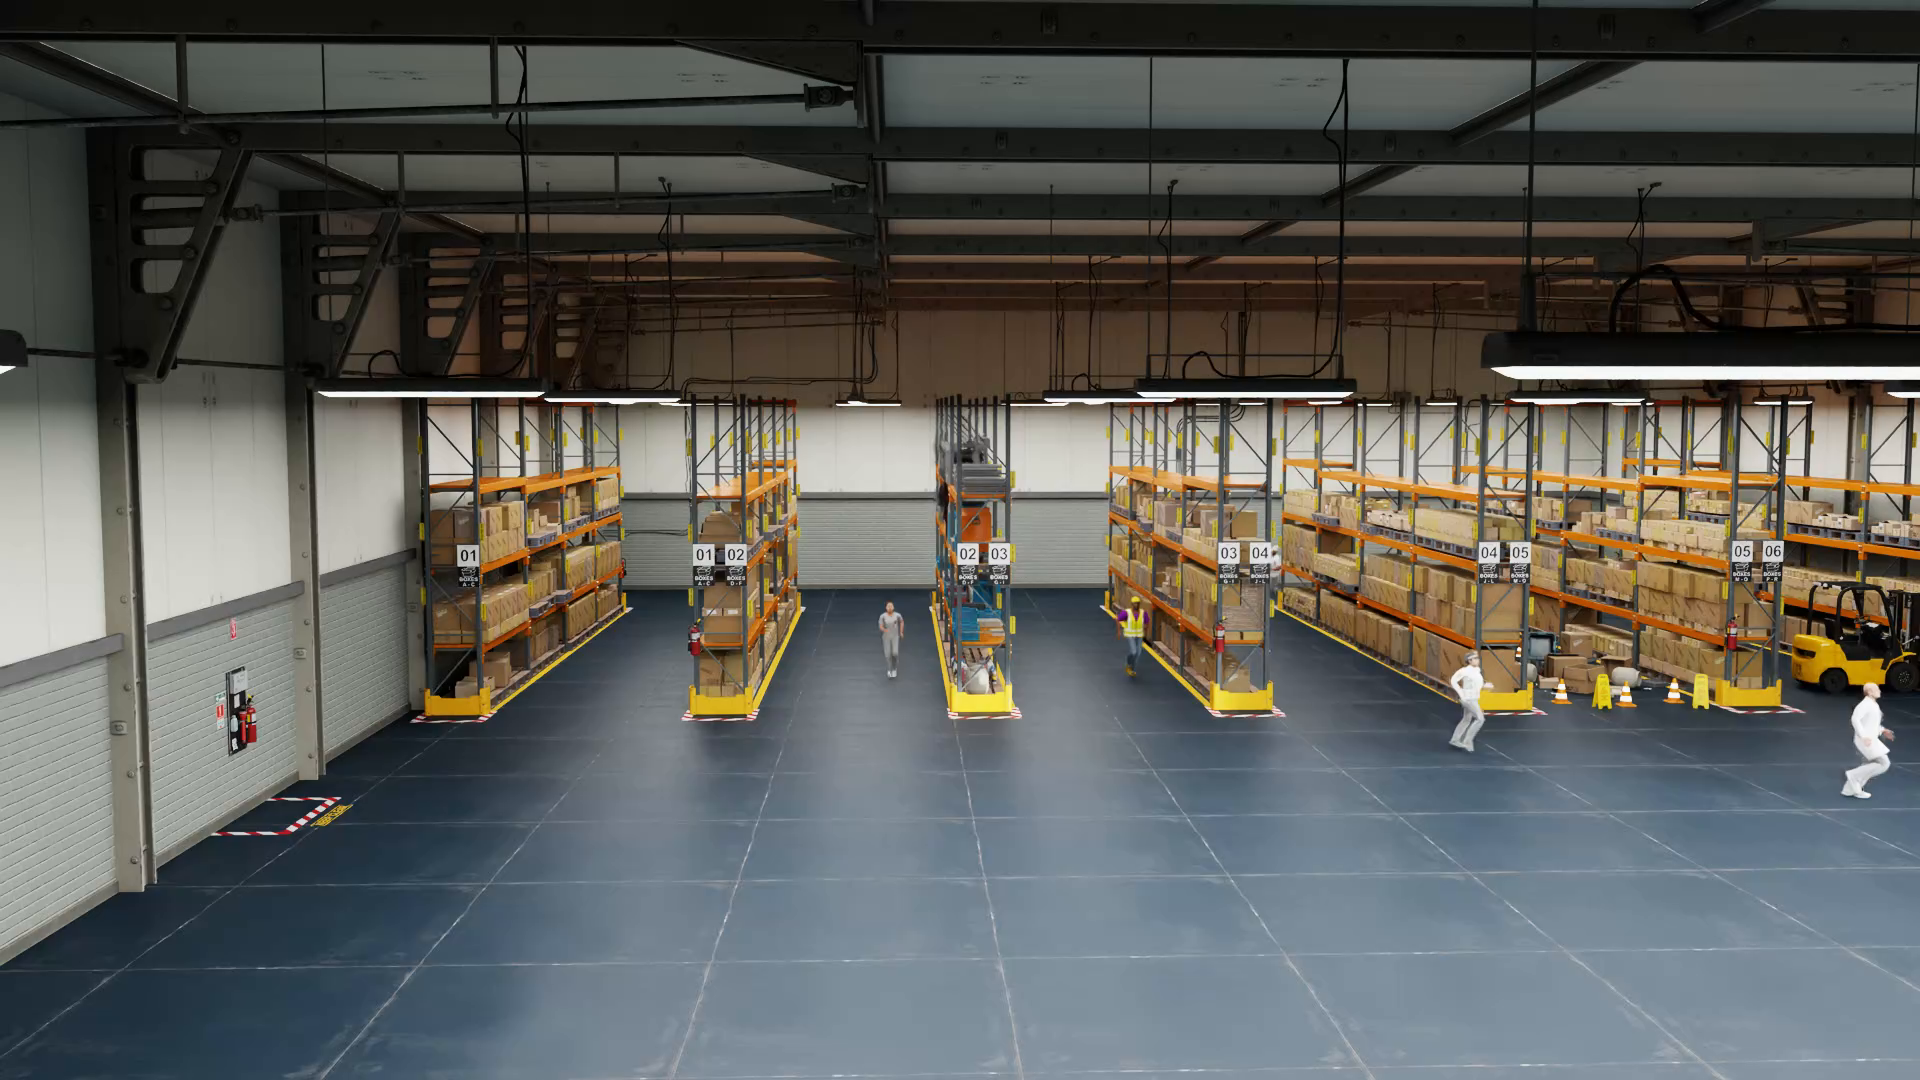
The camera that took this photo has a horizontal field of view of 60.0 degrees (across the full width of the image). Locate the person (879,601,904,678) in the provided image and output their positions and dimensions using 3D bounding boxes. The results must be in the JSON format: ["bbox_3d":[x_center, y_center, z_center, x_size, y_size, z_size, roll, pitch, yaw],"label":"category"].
[{"bbox_3d":[-1.462,2.107,35.360,0.531,1.643,0.744,0,5,-3],"label":"person"}]

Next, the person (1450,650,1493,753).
[{"bbox_3d":[8.576,2.701,27.880,0.695,1.730,0.581,4,6,40],"label":"person"}]

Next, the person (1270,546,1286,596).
[{"bbox_3d":[9.186,1.044,48.608,0.907,1.752,0.737,-1,5,-14],"label":"person"}]

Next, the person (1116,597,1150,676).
[{"bbox_3d":[3.718,2.058,35.420,0.680,1.716,0.720,-1,5,-14],"label":"person"}]

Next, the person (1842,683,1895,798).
[{"bbox_3d":[13.354,2.946,24.428,0.653,1.715,0.660,3,5,31],"label":"person"}]
